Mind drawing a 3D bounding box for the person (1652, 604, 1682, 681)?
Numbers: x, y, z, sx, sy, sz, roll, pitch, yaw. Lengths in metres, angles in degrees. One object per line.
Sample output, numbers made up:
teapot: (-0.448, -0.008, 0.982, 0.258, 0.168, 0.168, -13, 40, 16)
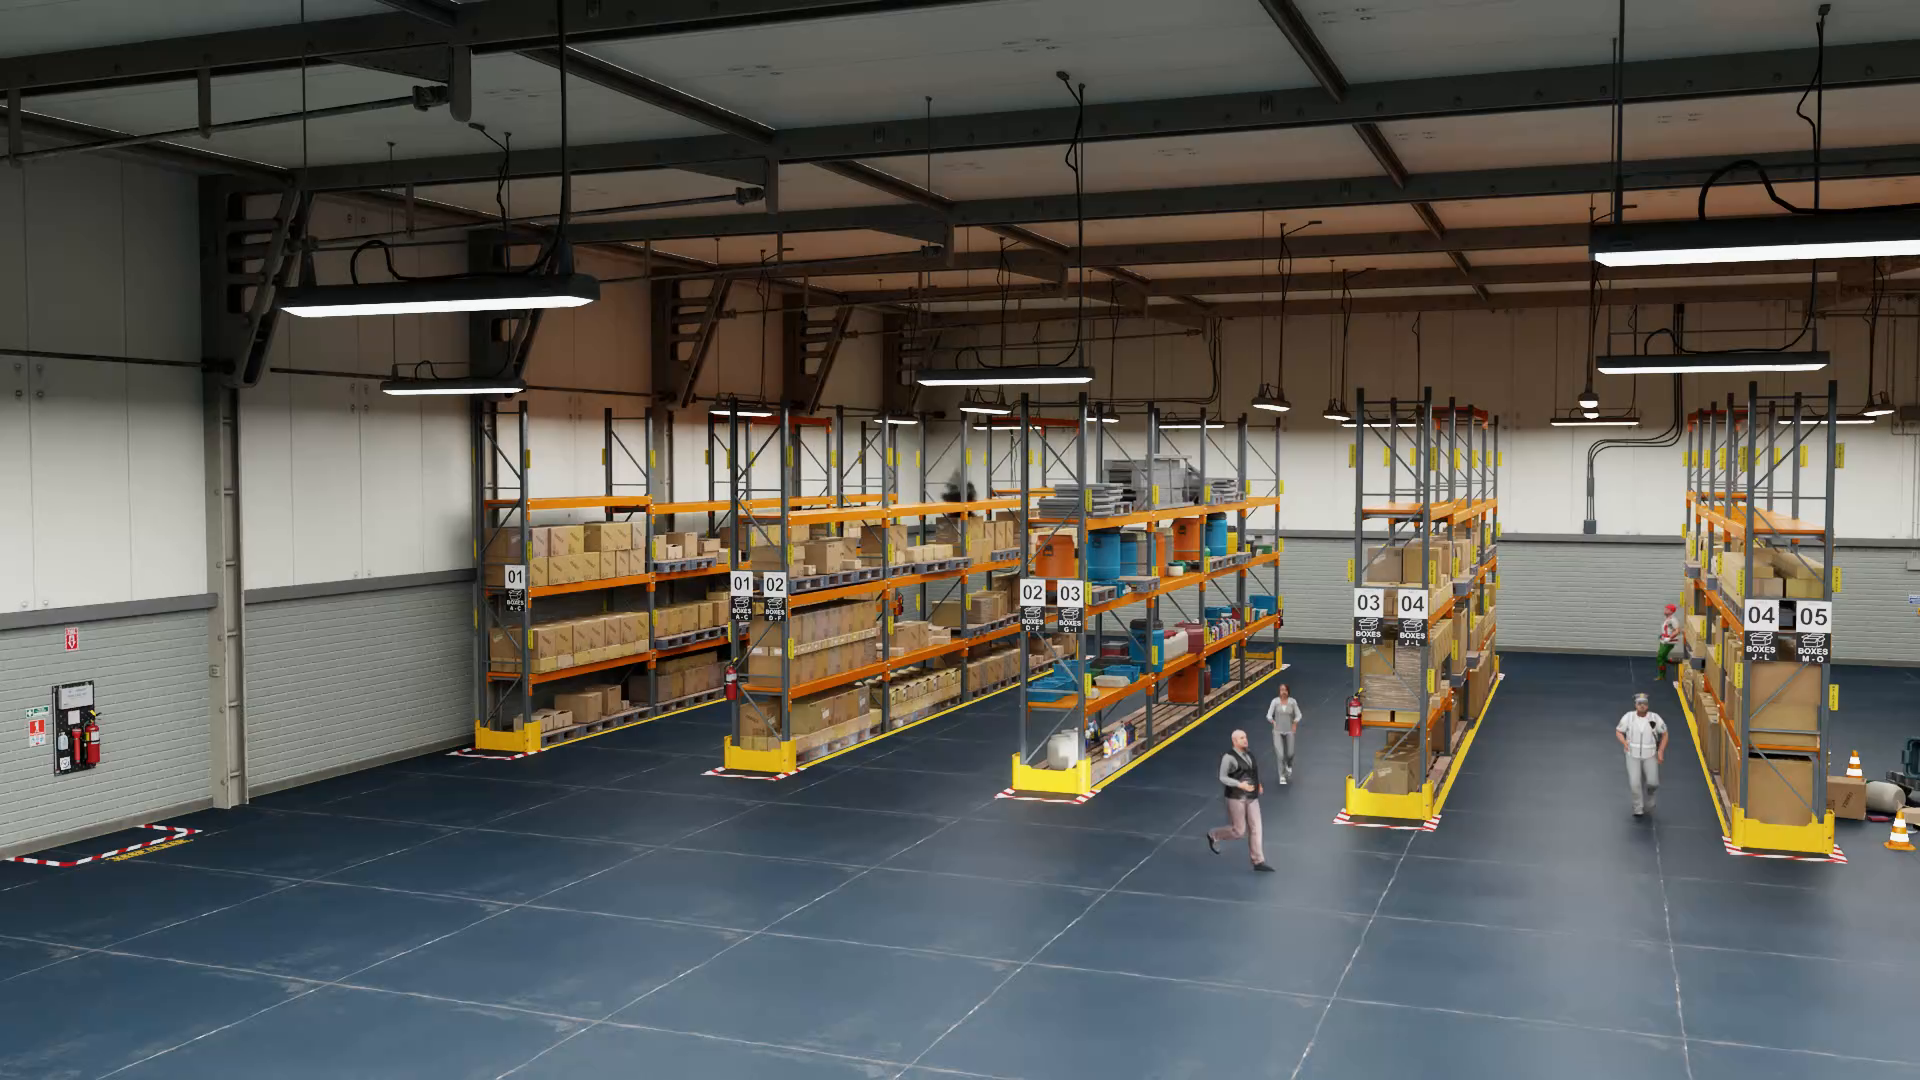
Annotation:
person: (16.046, 2.325, 37.540, 0.709, 1.776, 0.685, 0, 3, 3)

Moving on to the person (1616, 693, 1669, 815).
person: (9.559, 3.004, 23.322, 0.689, 1.727, 0.625, 1, 3, 22)

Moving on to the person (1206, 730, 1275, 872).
person: (3.458, 3.166, 20.295, 0.677, 1.691, 0.984, -2, 4, -38)

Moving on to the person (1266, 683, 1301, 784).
person: (4.979, 2.978, 25.564, 0.530, 1.553, 0.552, 0, 3, 9)
